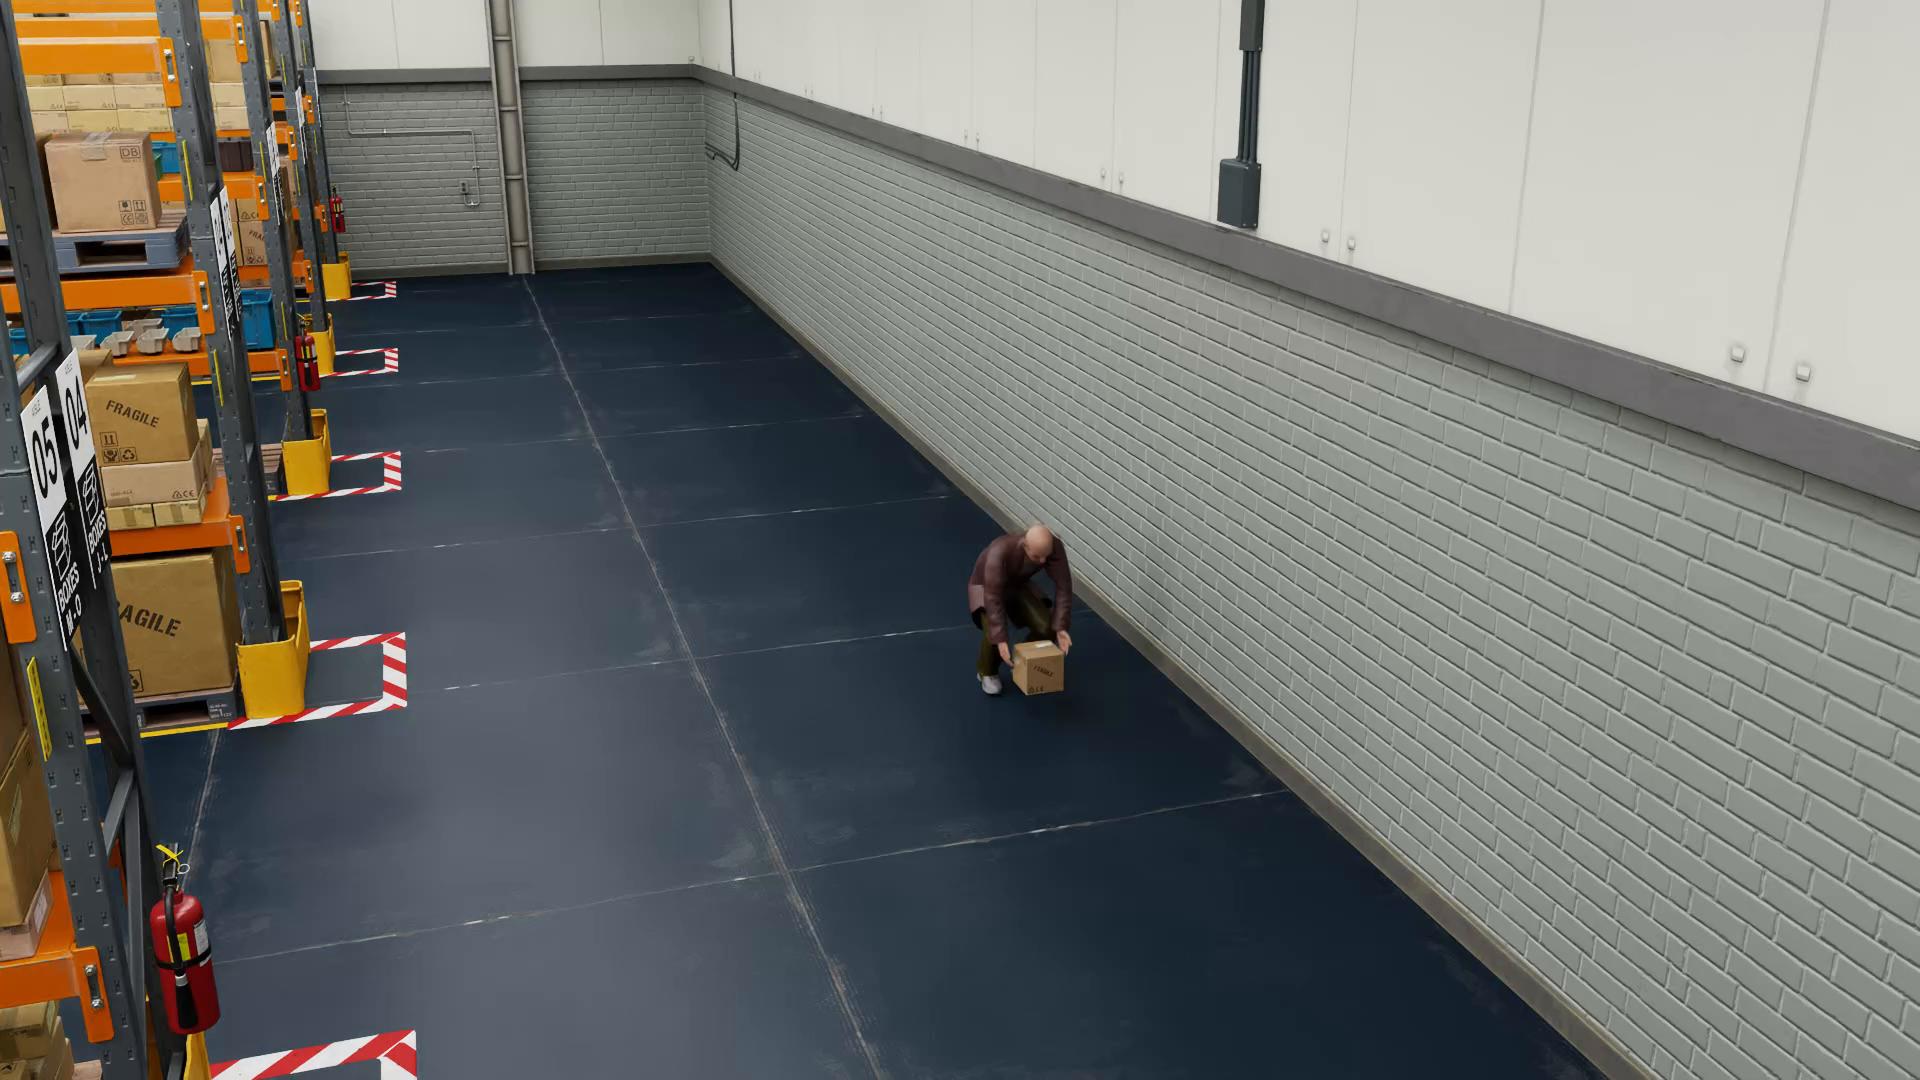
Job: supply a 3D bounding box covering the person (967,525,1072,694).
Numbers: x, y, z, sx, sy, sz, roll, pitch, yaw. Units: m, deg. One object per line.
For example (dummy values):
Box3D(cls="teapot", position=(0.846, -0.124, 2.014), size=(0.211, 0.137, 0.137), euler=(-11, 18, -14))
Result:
Box3D(cls="person", position=(0.375, 0.401, 10.791), size=(0.630, 1.215, 0.808), euler=(-6, 20, -17))
